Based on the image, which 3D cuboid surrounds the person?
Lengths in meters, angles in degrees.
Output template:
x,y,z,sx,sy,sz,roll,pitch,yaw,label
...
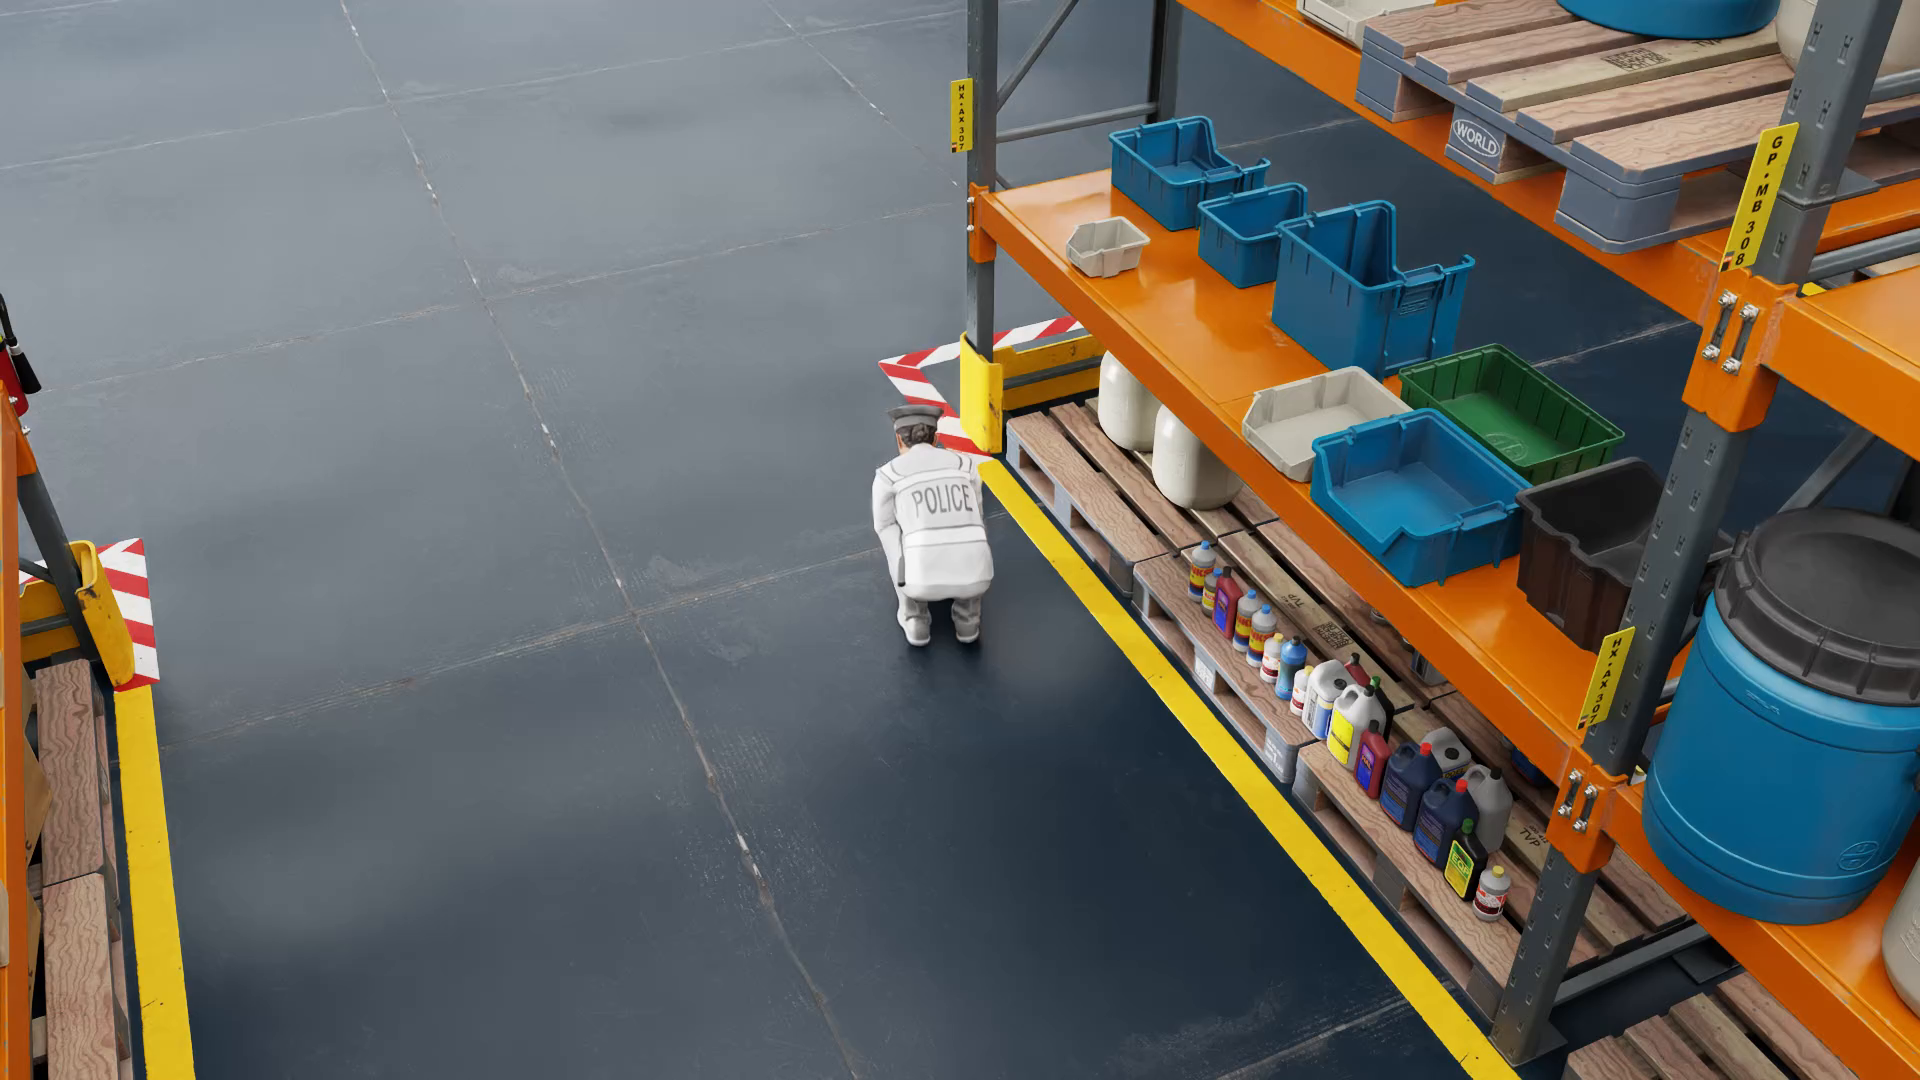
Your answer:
x,y,z,sx,sy,sz,roll,pitch,yaw,label
-0.113,-0.044,6.843,0.473,0.900,0.846,-4,38,-5,person
